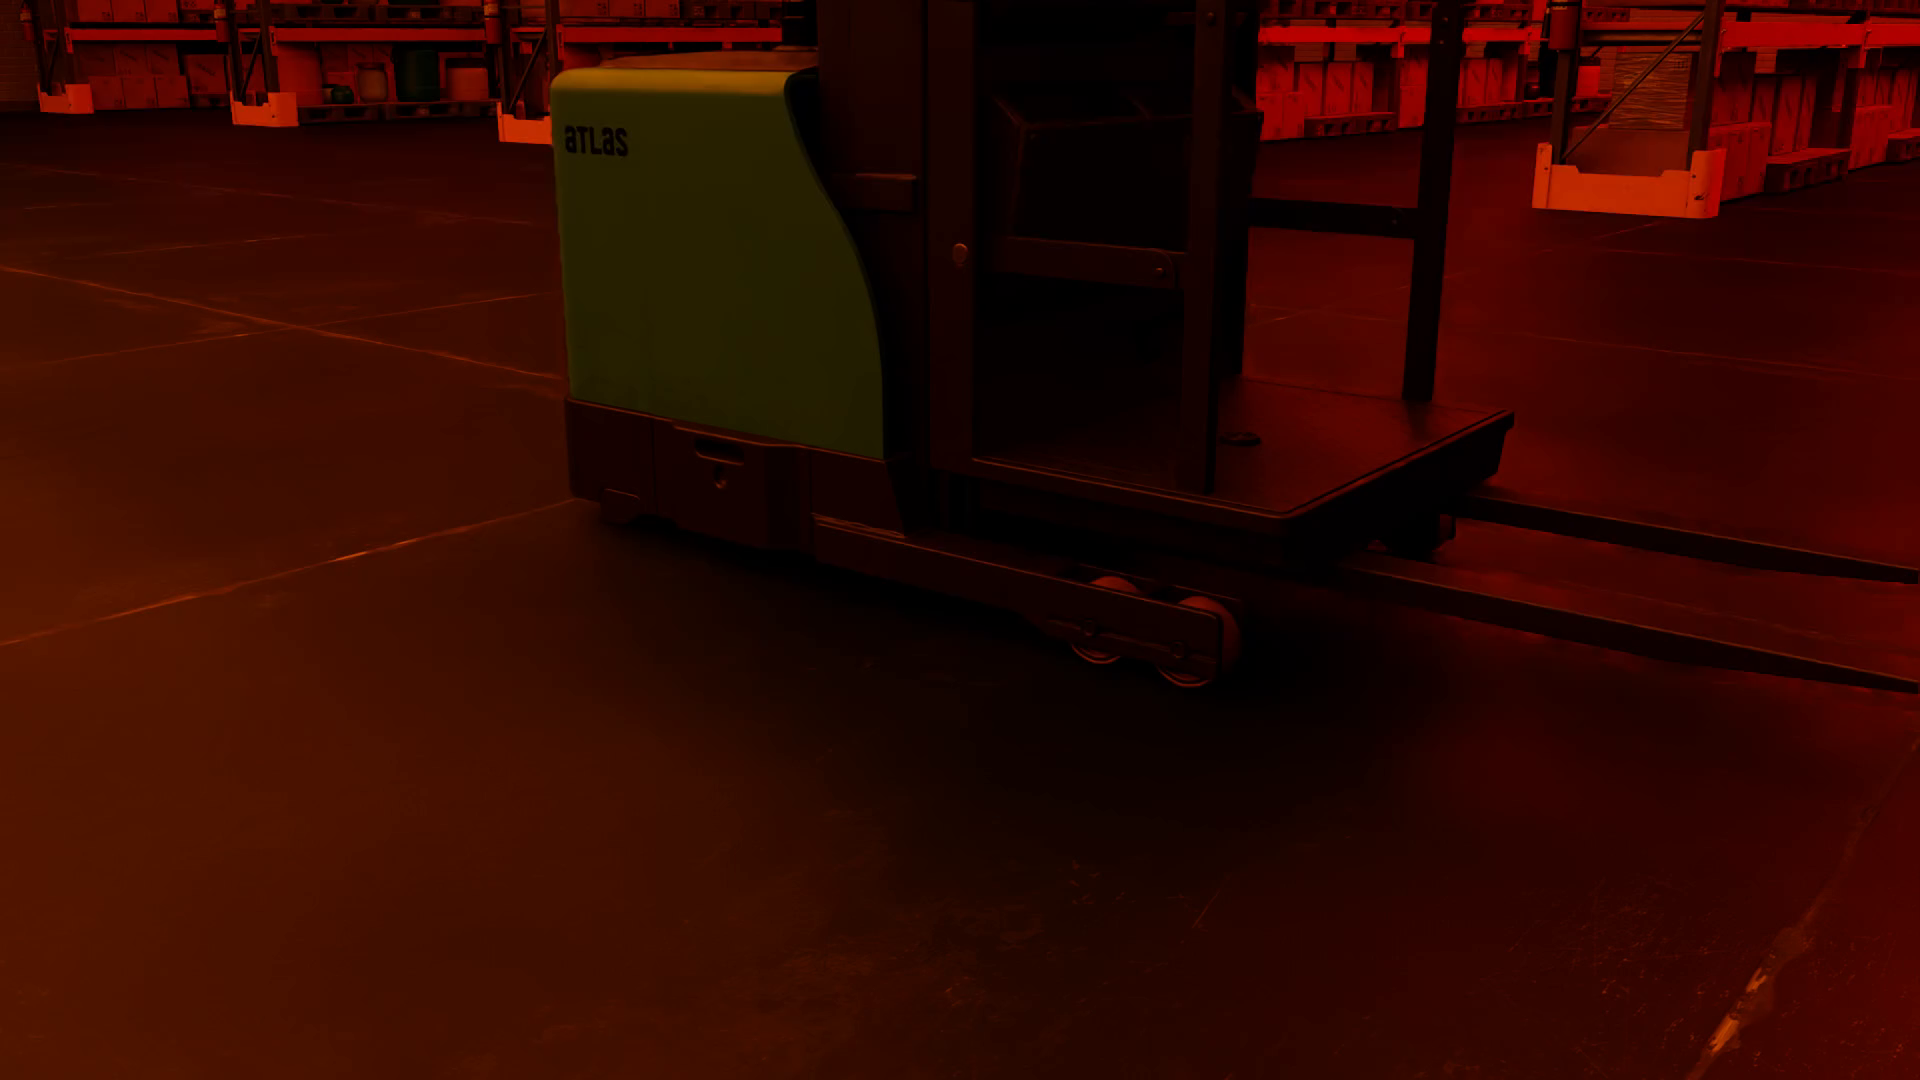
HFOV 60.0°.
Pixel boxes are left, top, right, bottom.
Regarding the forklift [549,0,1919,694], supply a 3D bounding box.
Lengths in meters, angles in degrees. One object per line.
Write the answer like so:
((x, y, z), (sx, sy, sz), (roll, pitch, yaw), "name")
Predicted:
((0.515, -1.305, 3.196), (3.031, 2.935, 1.130), (13, 21, 36), "forklift")
